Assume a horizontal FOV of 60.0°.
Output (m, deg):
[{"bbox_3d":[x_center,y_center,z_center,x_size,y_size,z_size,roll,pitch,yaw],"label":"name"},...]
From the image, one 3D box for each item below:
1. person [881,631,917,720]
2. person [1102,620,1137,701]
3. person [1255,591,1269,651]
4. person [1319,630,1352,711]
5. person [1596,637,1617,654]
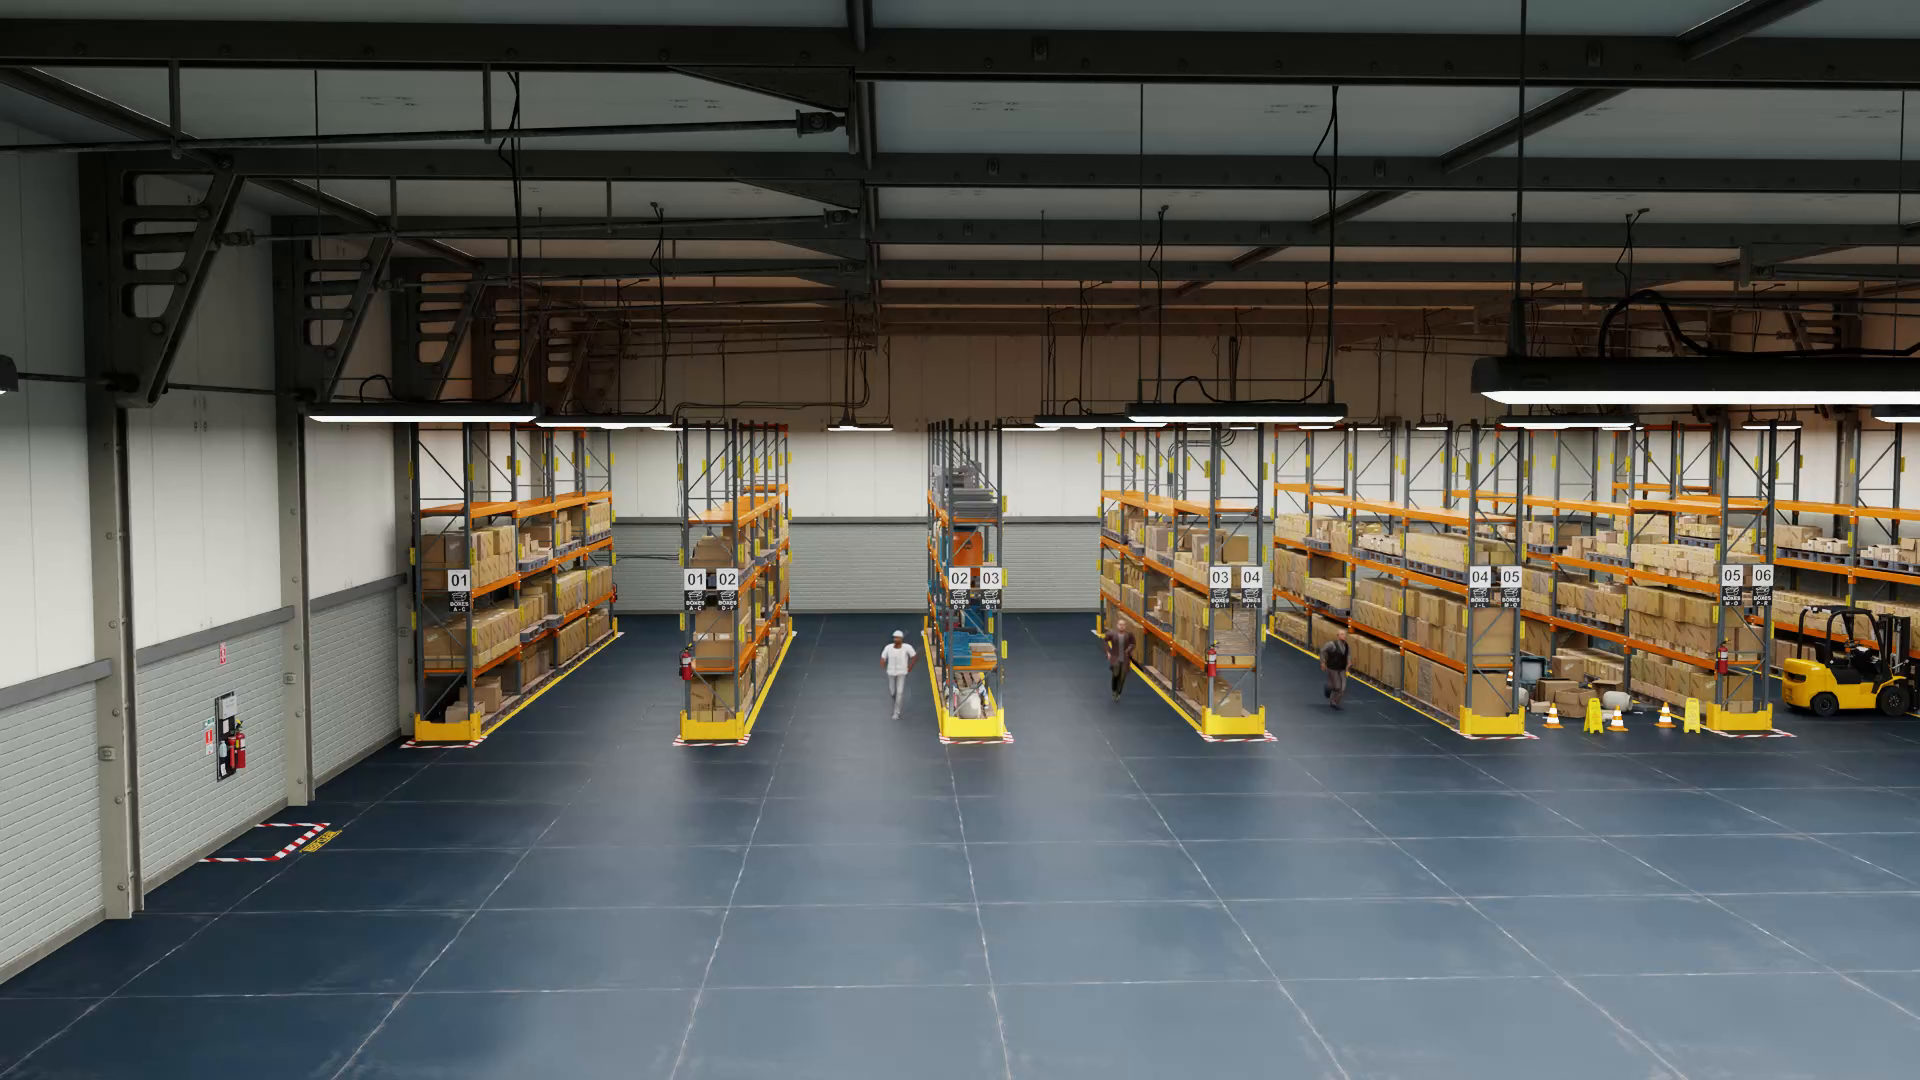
[{"bbox_3d":[-1.243,2.661,33.540,0.716,1.683,0.754,1,4,11],"label":"person"},{"bbox_3d":[3.416,2.569,35.466,0.699,1.742,0.758,0,4,-4],"label":"person"},{"bbox_3d":[7.927,2.021,44.155,0.638,1.835,0.777,0,4,-1],"label":"person"},{"bbox_3d":[7.819,2.696,34.504,0.693,1.678,0.682,-1,4,-20],"label":"person"},{"bbox_3d":[16.343,2.147,41.969,0.677,1.823,0.738,-1,4,-9],"label":"person"}]
